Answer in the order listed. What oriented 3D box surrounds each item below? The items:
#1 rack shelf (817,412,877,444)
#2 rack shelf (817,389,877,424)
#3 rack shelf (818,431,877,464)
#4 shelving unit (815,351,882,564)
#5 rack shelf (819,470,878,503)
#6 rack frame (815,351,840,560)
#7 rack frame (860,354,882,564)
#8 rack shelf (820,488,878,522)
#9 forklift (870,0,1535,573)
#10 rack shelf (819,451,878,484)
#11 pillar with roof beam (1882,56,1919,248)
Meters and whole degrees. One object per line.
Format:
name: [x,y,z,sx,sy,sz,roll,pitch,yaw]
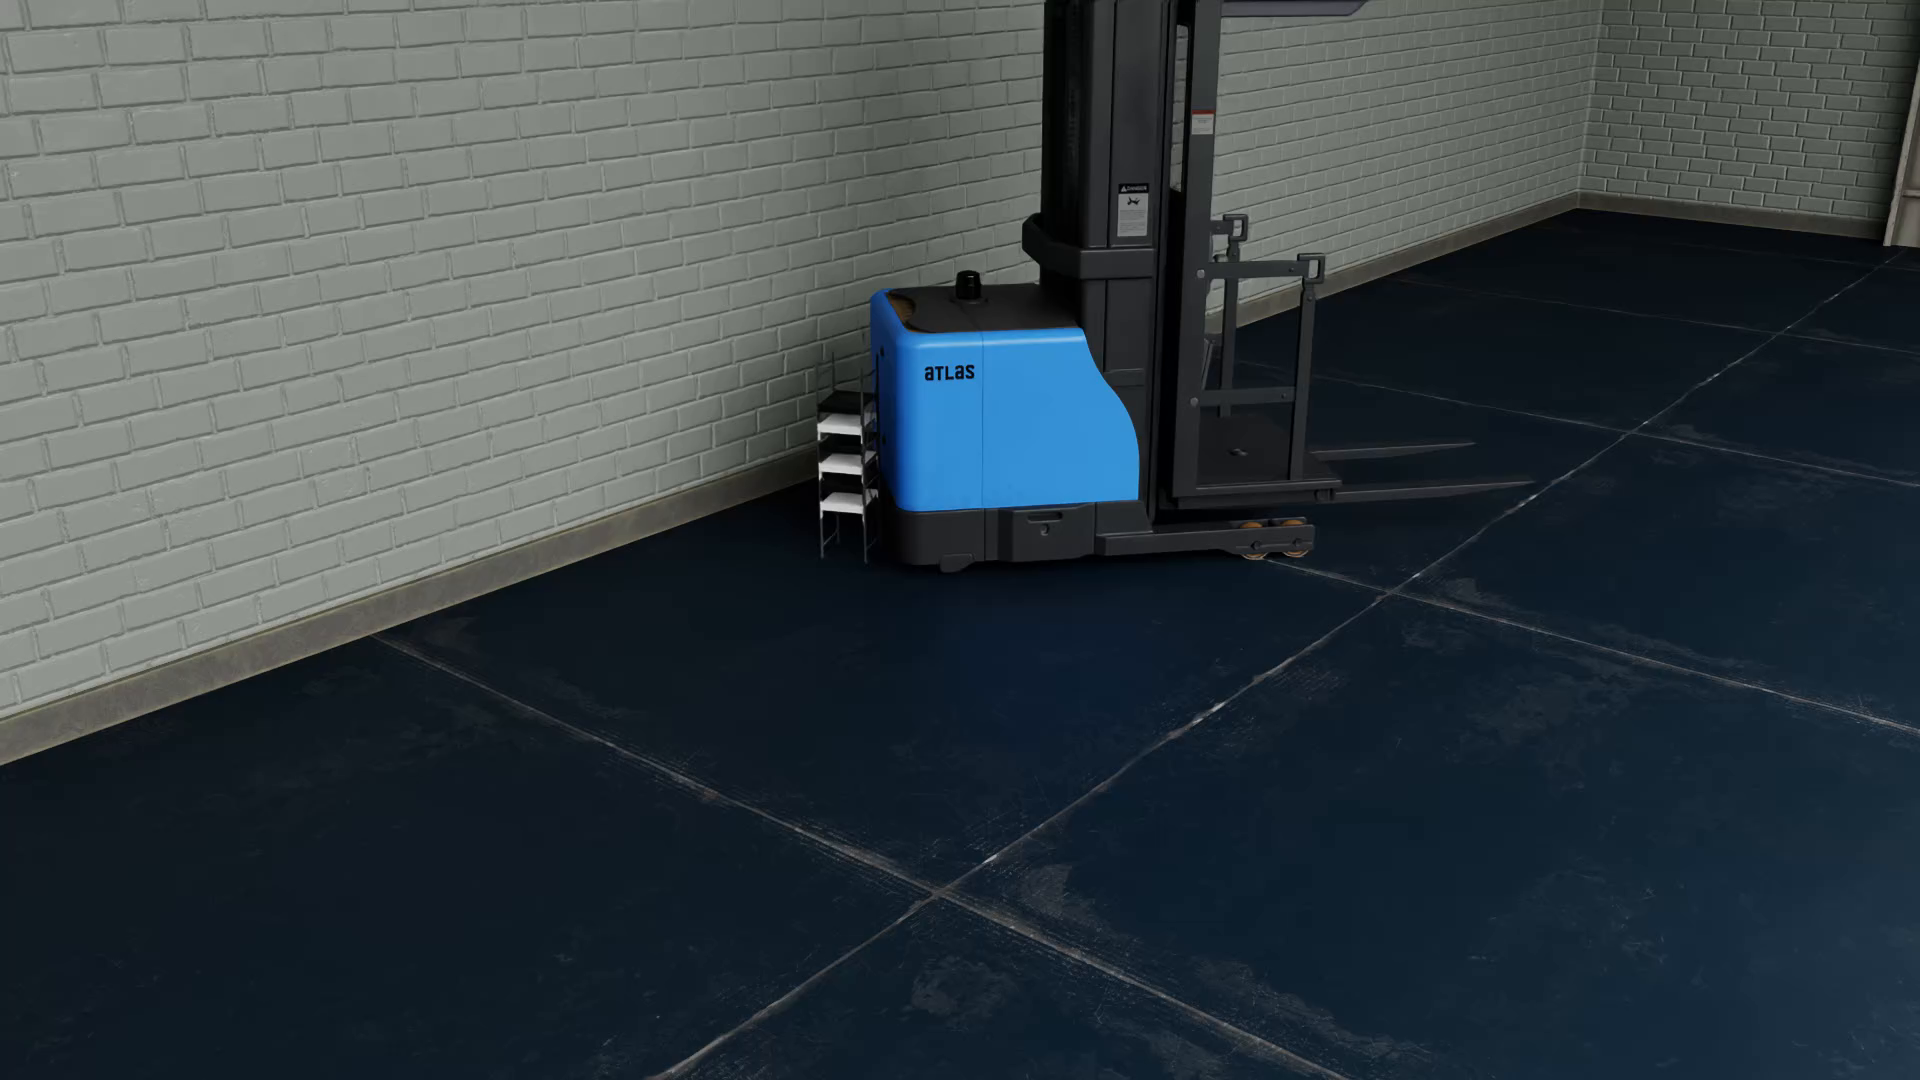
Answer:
rack shelf: [-0.489,-0.501,7.306,0.200,0.077,0.258,5,21,14]
rack shelf: [-0.489,-0.585,7.274,0.200,0.077,0.258,5,21,14]
rack shelf: [-0.489,-0.417,7.338,0.200,0.077,0.258,5,21,14]
shelving unit: [-0.489,-0.364,7.358,0.210,0.900,0.258,5,21,14]
rack shelf: [-0.489,-0.249,7.401,0.200,0.077,0.258,5,21,14]
rack frame: [-0.588,-0.373,7.382,0.006,0.900,0.240,5,21,14]
rack frame: [-0.391,-0.355,7.333,0.006,0.900,0.240,5,21,14]
rack shelf: [-0.489,-0.164,7.433,0.200,0.077,0.258,5,21,14]
forklift: [1.137,-1.461,7.388,3.031,2.935,1.130,-3,21,-9]
rack shelf: [-0.489,-0.333,7.370,0.200,0.077,0.258,5,21,14]
pillar with roof beam: [5.552,-5.594,9.750,0.400,9.000,9.100,16,26,36]
